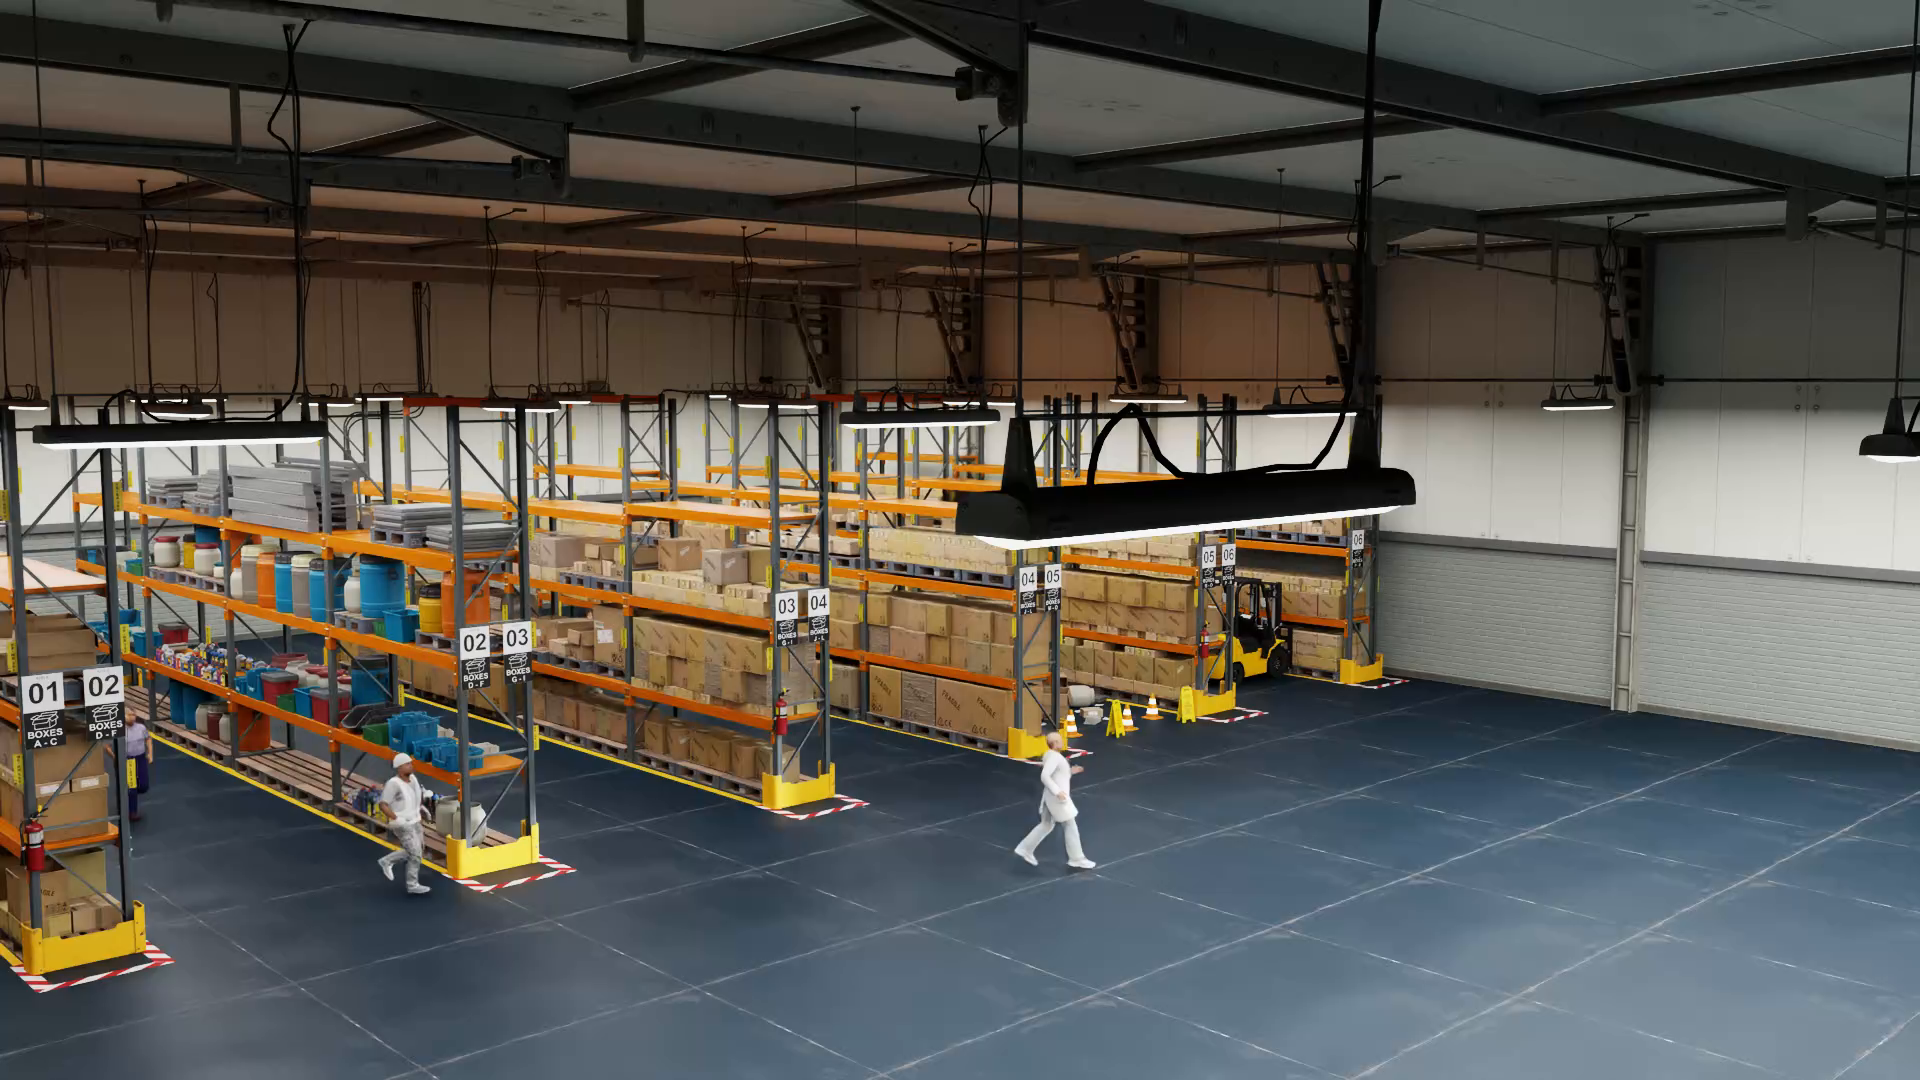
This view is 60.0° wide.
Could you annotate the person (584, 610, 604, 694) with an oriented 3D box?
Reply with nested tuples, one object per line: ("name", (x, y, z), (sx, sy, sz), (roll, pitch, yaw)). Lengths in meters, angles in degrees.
("person", (-7.516, 2.248, 33.615), (0.856, 1.696, 0.593), (5, 7, 39))

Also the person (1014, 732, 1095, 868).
("person", (1.233, 3.349, 21.393), (1.043, 1.774, 0.699), (-1, 6, -14))

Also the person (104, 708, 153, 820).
("person", (-12.003, 3.208, 24.032), (0.648, 1.596, 0.648), (5, 7, 40))

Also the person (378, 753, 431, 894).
("person", (-6.883, 3.484, 20.482), (0.729, 1.743, 0.725), (1, 6, 10))
